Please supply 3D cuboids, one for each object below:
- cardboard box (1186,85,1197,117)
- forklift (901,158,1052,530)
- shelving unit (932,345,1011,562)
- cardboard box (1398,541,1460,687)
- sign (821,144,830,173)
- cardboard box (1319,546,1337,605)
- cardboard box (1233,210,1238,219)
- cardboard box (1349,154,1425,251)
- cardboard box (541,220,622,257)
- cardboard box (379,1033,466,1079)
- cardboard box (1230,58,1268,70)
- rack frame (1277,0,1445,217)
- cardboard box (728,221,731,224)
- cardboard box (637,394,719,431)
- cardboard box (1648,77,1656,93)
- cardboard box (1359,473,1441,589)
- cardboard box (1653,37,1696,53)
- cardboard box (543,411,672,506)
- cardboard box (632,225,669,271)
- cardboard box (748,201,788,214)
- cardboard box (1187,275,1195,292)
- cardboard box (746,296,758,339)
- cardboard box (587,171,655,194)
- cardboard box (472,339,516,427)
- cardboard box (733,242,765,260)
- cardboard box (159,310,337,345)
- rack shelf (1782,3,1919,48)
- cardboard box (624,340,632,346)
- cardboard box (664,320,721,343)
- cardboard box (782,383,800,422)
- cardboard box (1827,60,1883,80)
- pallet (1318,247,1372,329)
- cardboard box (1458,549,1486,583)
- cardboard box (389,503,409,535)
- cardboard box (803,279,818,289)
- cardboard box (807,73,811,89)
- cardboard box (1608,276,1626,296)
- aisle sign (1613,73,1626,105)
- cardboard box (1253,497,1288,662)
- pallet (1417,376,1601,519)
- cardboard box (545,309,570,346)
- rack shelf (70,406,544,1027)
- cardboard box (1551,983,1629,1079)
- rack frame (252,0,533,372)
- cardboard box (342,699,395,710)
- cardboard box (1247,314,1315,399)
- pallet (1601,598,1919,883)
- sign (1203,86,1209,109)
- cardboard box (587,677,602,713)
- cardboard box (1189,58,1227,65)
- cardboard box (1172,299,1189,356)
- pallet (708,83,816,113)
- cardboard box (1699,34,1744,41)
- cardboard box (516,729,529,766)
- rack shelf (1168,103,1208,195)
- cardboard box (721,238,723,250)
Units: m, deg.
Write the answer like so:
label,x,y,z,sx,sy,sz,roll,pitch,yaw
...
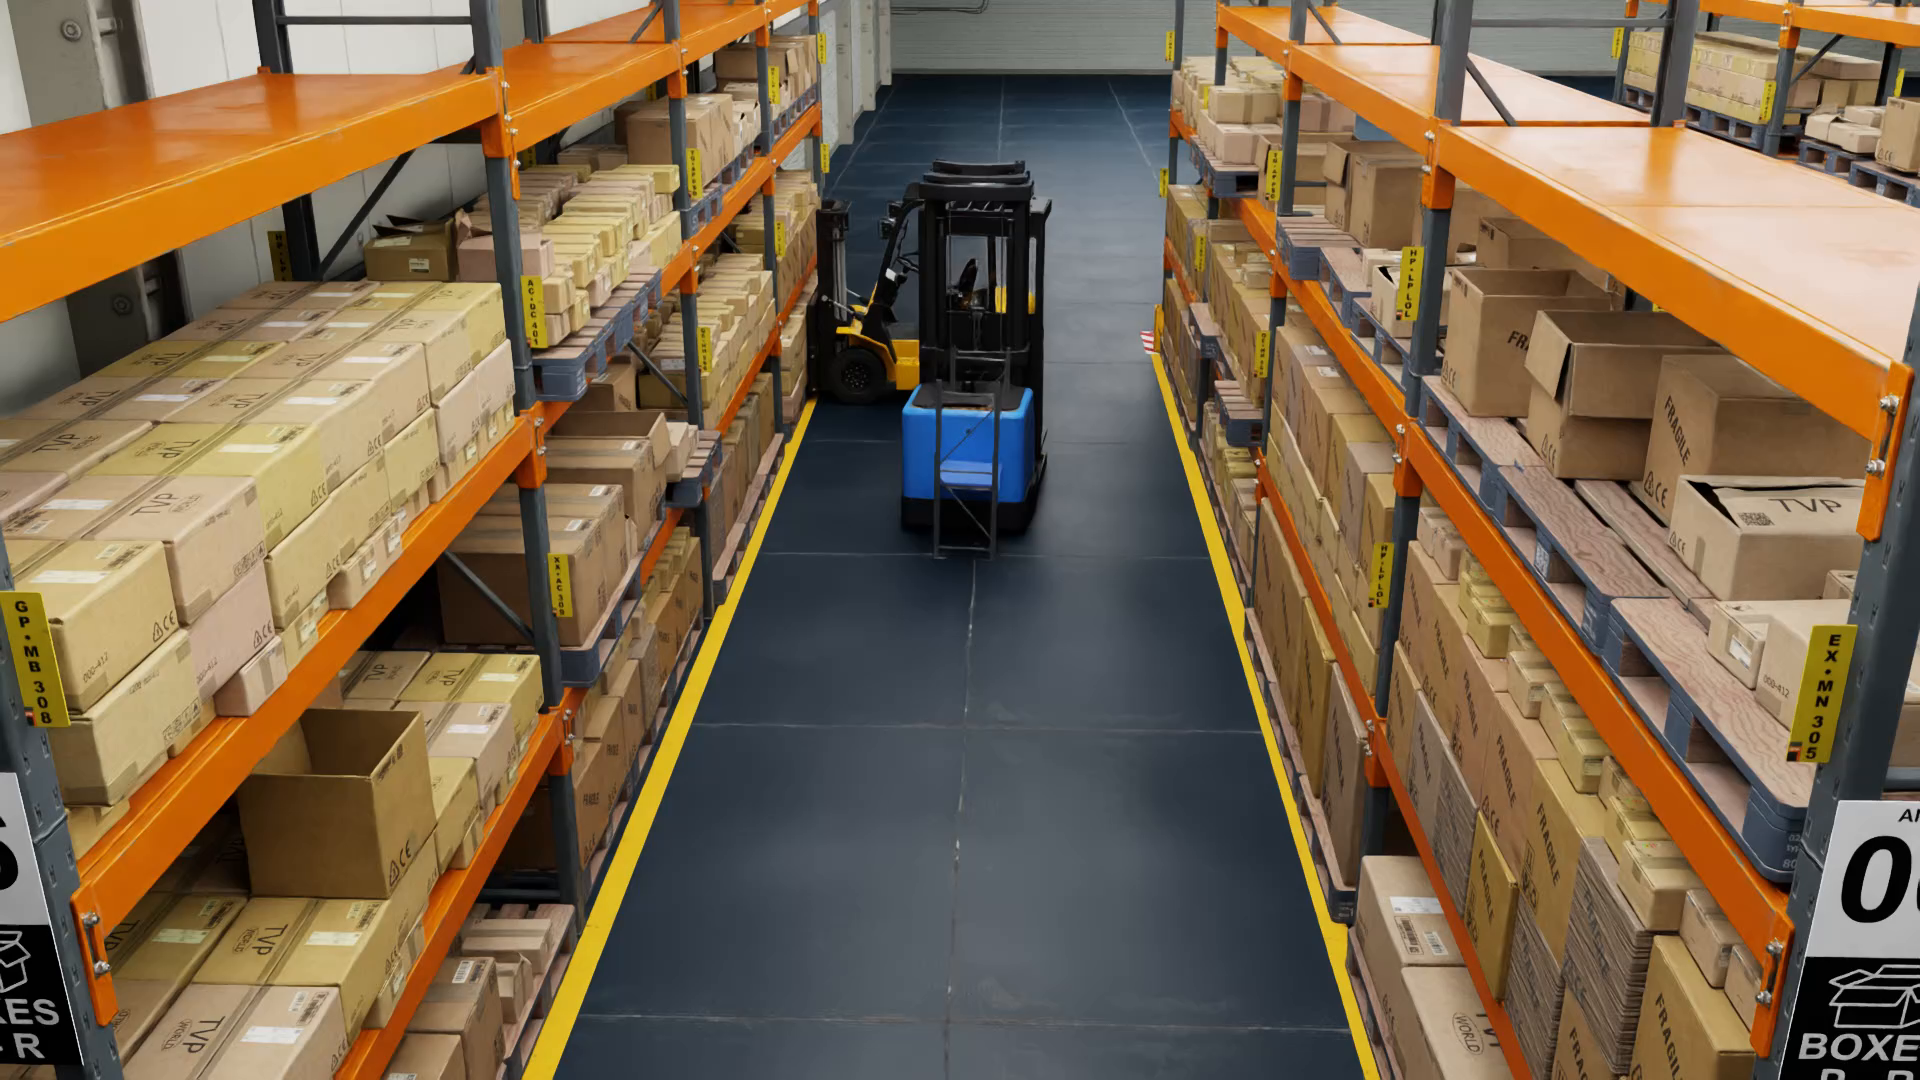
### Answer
label,x,y,z,sx,sy,sz,roll,pitch,yaw
cardboard box,2.543,-4.403,16.673,0.500,0.250,0.500,1,21,3
forklift,0.217,-1.946,14.786,1.130,2.935,3.031,3,21,7
shelving unit,0.103,-0.721,13.595,0.538,1.500,1.048,3,22,5
cardboard box,2.254,0.327,7.313,0.500,0.500,0.500,1,21,2
sign,-1.544,-4.361,18.987,0.100,0.325,0.005,1,21,2
cardboard box,2.324,0.209,9.345,0.500,0.250,0.500,0,21,0
cardboard box,3.022,-3.215,16.030,0.700,0.500,0.500,1,21,2
cardboard box,2.792,-2.057,10.111,0.700,0.500,0.500,0,21,-1
cardboard box,-2.033,-1.615,8.909,0.380,0.149,0.250,1,21,2
cardboard box,-2.278,2.314,6.587,0.500,0.500,0.500,1,21,3
cardboard box,3.114,-5.103,17.927,0.380,0.149,0.250,1,21,3
rack frame,2.633,-3.573,10.591,1.000,3.000,0.127,1,21,2
cardboard box,-2.483,-3.253,16.613,0.380,0.149,0.250,0,21,1
cardboard box,-2.071,-0.917,12.247,0.500,0.250,0.500,1,21,2
cardboard box,7.473,-4.780,17.476,0.380,0.149,0.250,1,21,2
cardboard box,2.274,-0.007,8.173,0.500,0.500,0.500,1,21,3
cardboard box,7.474,-5.155,17.340,0.380,0.149,0.250,1,21,2
cardboard box,-2.194,-0.481,10.192,0.797,0.503,0.637,0,21,0
cardboard box,-2.116,-1.788,10.344,0.500,0.250,0.500,1,21,2
cardboard box,-1.941,-3.342,16.843,0.380,0.149,0.250,1,21,1
cardboard box,2.487,-2.592,16.704,0.380,0.149,0.250,0,21,1
cardboard box,-1.996,-1.888,14.057,0.500,0.250,0.500,1,21,3
cardboard box,-2.157,-2.261,10.601,0.380,0.149,0.250,0,21,0
cardboard box,-2.215,-0.673,7.060,0.500,0.250,0.500,1,21,2
cardboard box,-1.935,-2.737,15.695,0.380,0.149,0.250,0,21,1
cardboard box,-2.750,-0.720,6.490,0.500,0.250,0.500,0,21,0
rack shelf,7.644,-3.756,12.611,1.077,0.370,4.000,1,21,2
cardboard box,-2.625,-1.394,12.234,0.380,0.149,0.250,1,21,3
cardboard box,-2.040,-1.575,12.699,0.380,0.149,0.250,1,21,2
cardboard box,-1.862,-1.361,16.404,0.500,0.250,0.500,1,21,2
cardboard box,8.056,-4.228,14.951,0.380,0.149,0.250,1,21,2
pallet,2.635,-1.449,9.524,1.003,0.211,1.213,2,21,4
cardboard box,2.285,0.152,6.867,0.380,0.149,0.250,0,21,1
cardboard box,-2.245,-0.069,6.055,0.380,0.149,0.250,1,21,2
cardboard box,-1.798,-2.747,18.595,0.500,0.250,0.500,1,21,3
cardboard box,-1.807,-4.943,17.896,0.380,0.149,0.250,0,21,0
cardboard box,7.872,-2.610,18.759,0.875,0.875,0.875,1,21,2
aisle sign,7.529,-4.892,18.689,0.394,0.787,0.004,1,21,2
cardboard box,2.529,0.267,11.343,0.875,0.875,0.875,0,21,1
pallet,2.476,-0.391,6.660,1.003,0.211,1.213,1,21,2
cardboard box,-2.044,-1.011,7.762,0.380,0.149,0.250,1,21,2
rack shelf,-2.511,0.277,5.810,1.077,0.370,4.000,1,21,2
cardboard box,2.170,1.711,5.127,0.500,0.500,0.500,0,21,0
rack frame,-2.451,-2.180,7.001,1.000,3.000,0.127,1,21,2
cardboard box,-2.744,0.906,7.138,0.500,0.250,0.500,0,21,1
cardboard box,2.369,-1.325,11.960,0.500,0.500,0.500,0,21,0
pallet,2.401,0.491,4.386,1.003,0.211,1.213,1,21,2
sign,2.212,-3.865,14.776,0.100,0.325,0.005,1,21,2
cardboard box,-2.251,0.864,9.427,0.380,0.149,0.250,0,21,1
cardboard box,2.669,-5.104,17.929,0.380,0.149,0.250,1,21,1
cardboard box,2.540,-2.265,17.696,0.500,0.500,0.500,1,21,3
pallet,-2.133,-4.824,18.083,1.003,0.211,1.213,1,21,2
cardboard box,8.147,-5.330,17.793,0.380,0.149,0.250,1,21,2
cardboard box,-2.194,0.946,7.584,0.380,0.149,0.250,1,21,3
rack shelf,2.815,-4.009,16.855,1.077,0.370,4.000,1,21,2
cardboard box,-2.481,-2.835,15.946,0.380,0.149,0.250,0,21,0
